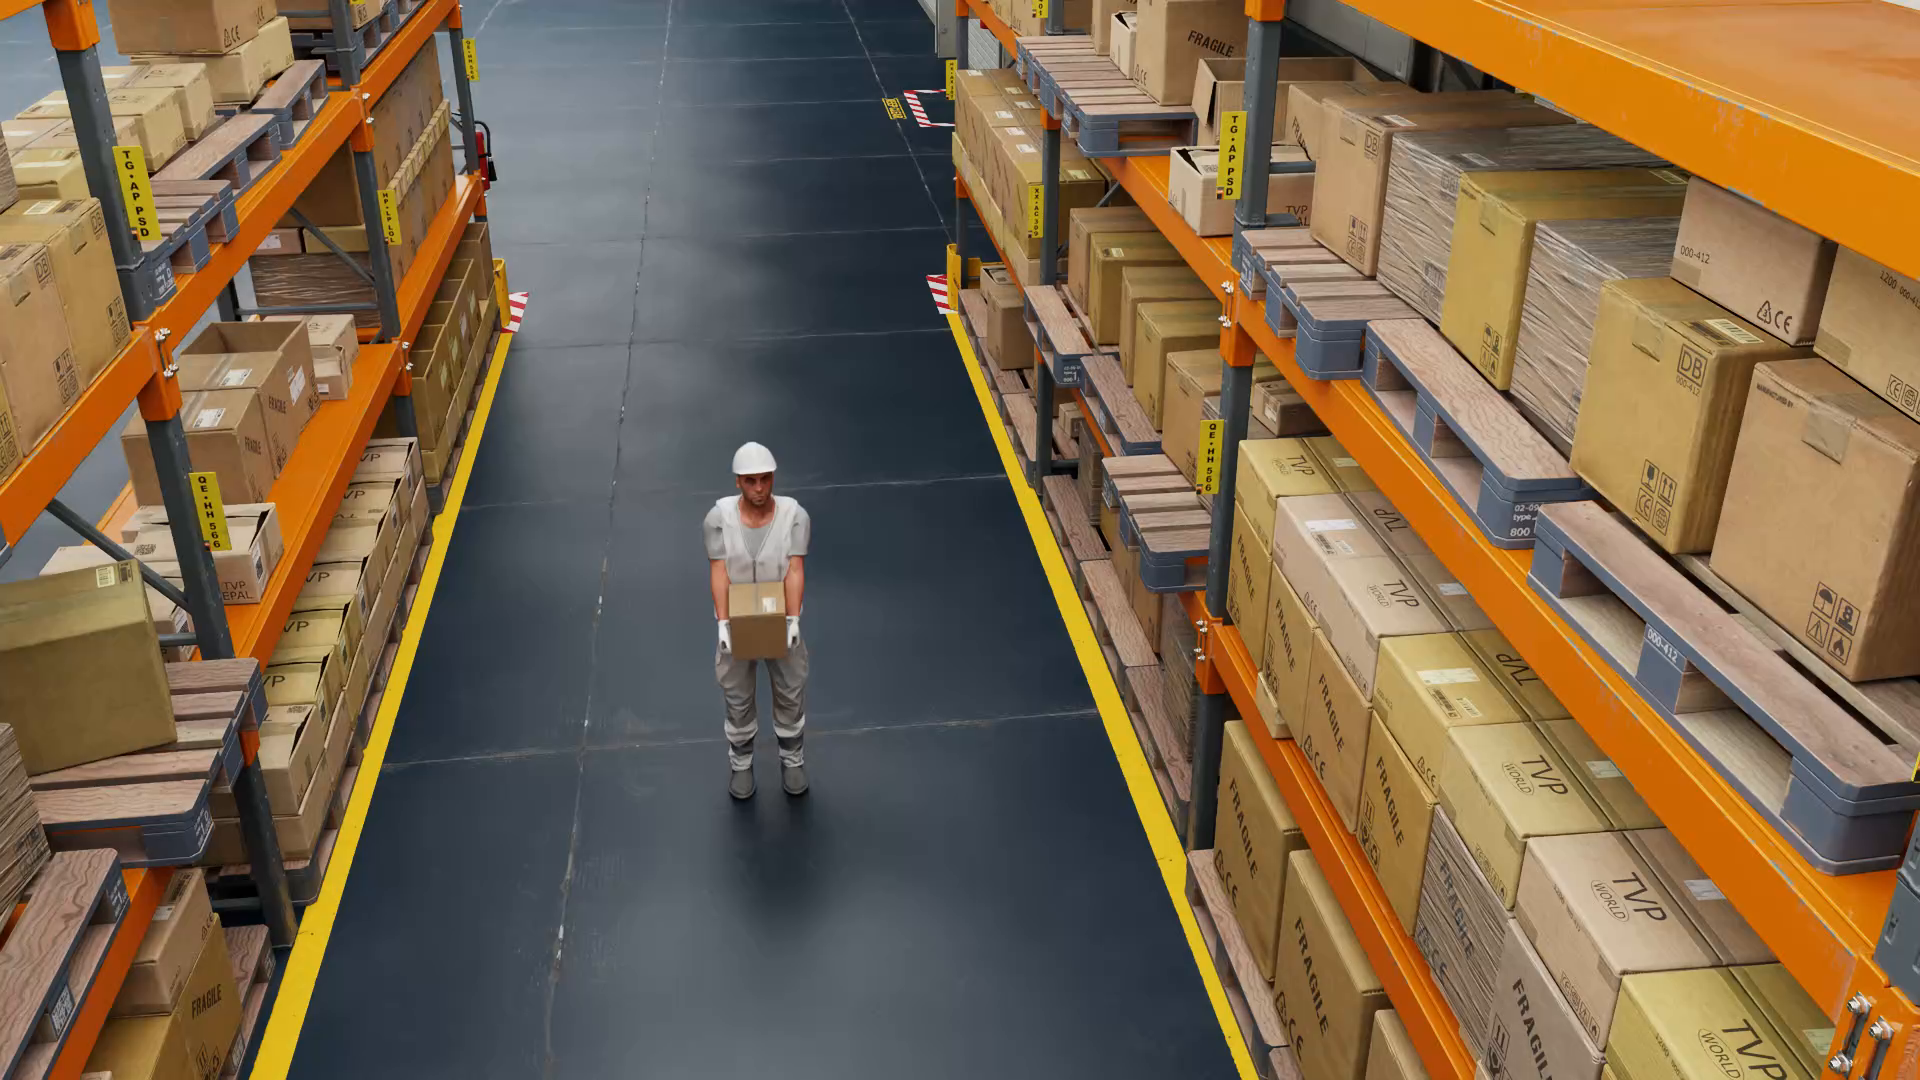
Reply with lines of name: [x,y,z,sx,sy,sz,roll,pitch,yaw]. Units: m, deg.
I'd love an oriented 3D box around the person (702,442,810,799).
person: [-0.919,0.432,7.742,0.494,1.784,0.564,-3,27,-6]
